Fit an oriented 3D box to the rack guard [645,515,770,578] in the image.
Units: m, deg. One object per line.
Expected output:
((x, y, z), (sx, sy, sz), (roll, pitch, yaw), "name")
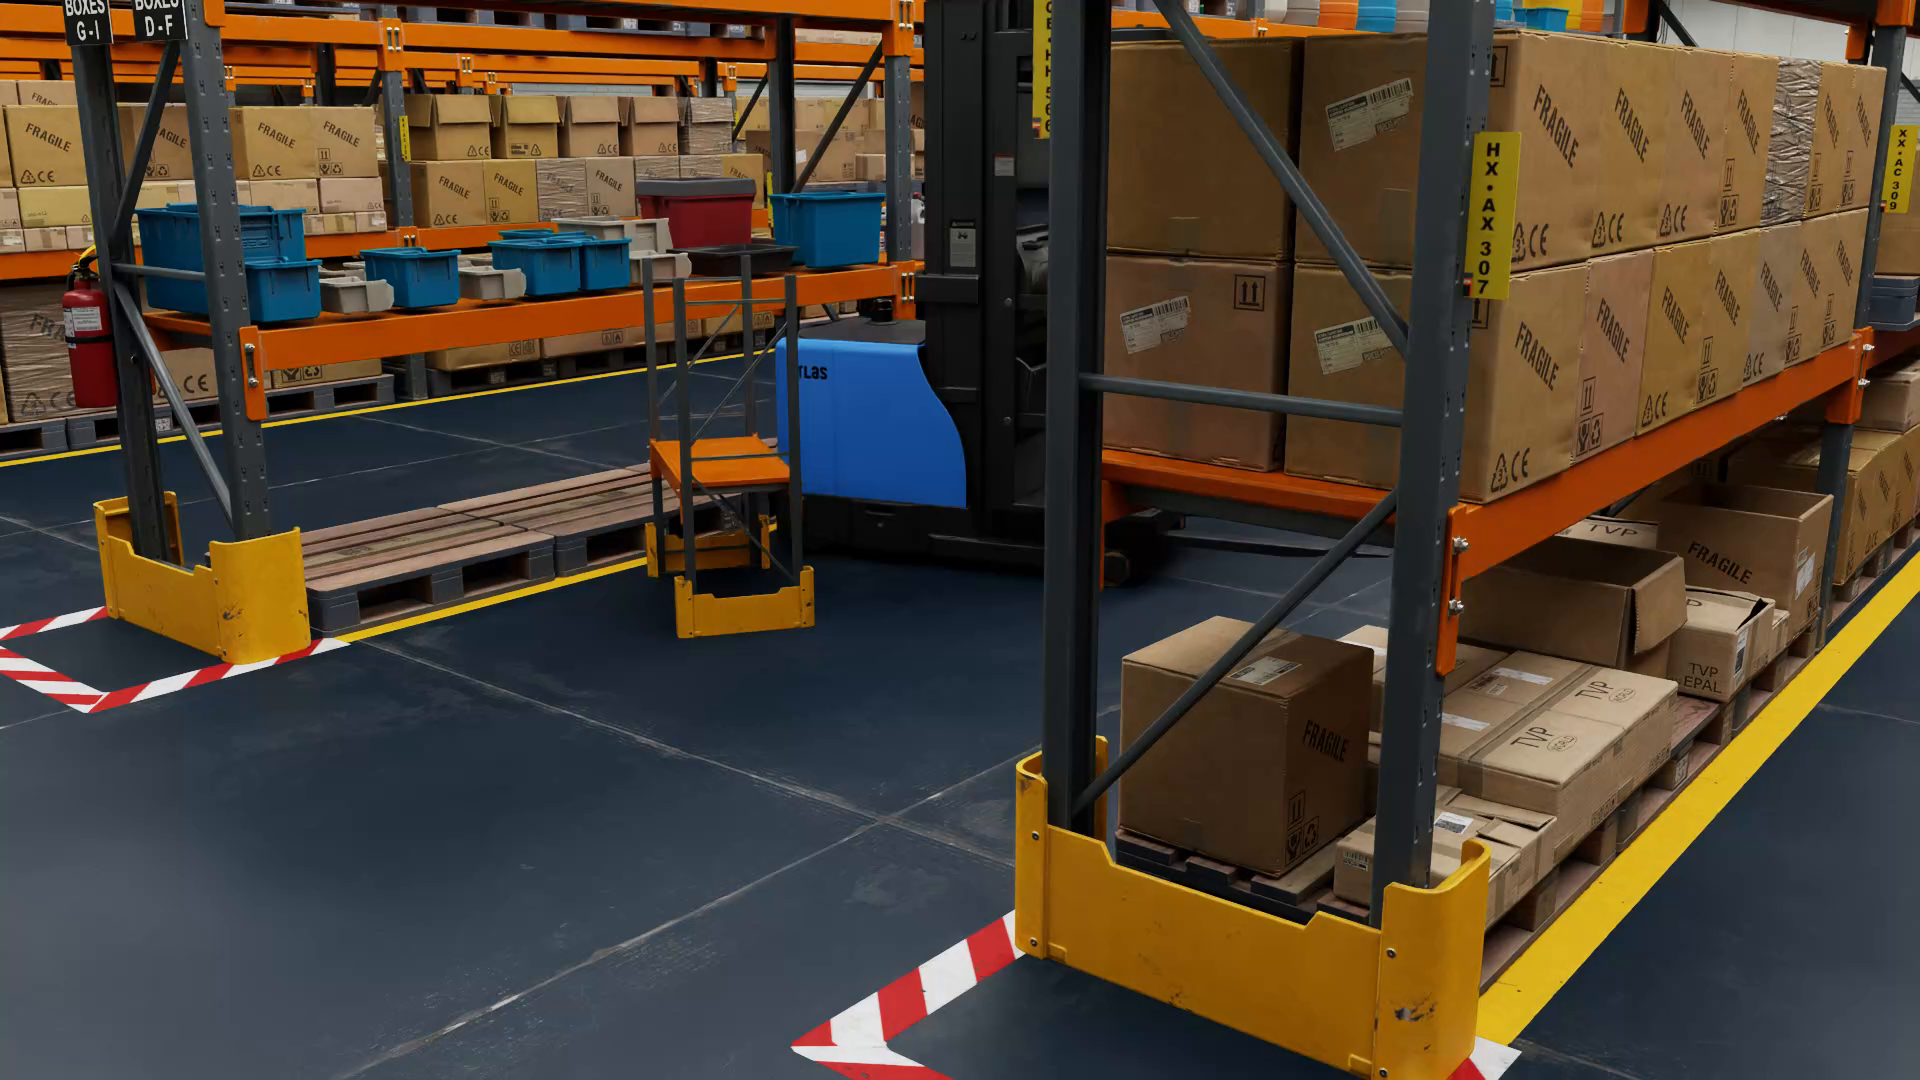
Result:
((-1.211, 0.029, 8.002), (0.587, 0.250, 0.087), (-4, 15, -17), "rack guard")

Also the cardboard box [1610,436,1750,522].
((3.234, -0.216, 7.565), (0.500, 0.500, 0.500), (11, 18, 37), "cardboard box")

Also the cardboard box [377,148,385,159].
((-6.280, -4.073, 17.618), (0.380, 0.149, 0.250), (11, 18, 38), "cardboard box")

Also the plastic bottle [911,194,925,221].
((-0.268, -2.023, 10.596), (0.144, 0.351, 0.185), (11, 18, 38), "plastic bottle")

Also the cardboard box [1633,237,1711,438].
((1.755, -0.598, 4.680), (0.500, 0.500, 0.500), (11, 18, 37), "cardboard box")

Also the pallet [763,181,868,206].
((-1.677, -3.435, 16.443), (1.213, 0.211, 1.003), (11, 18, 38), "pallet")

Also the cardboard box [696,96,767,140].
((-3.063, -5.590, 22.037), (0.875, 0.550, 0.550), (11, 18, 38), "cardboard box")

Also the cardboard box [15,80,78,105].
((-8.435, -3.942, 15.209), (0.500, 0.500, 0.500), (10, 18, 36), "cardboard box")

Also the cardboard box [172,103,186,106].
((-9.871, -5.303, 21.170), (0.500, 0.500, 0.500), (11, 18, 36), "cardboard box")

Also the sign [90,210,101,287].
((-3.655, -1.238, 7.073), (0.100, 0.325, 0.005), (11, 18, 38), "sign")

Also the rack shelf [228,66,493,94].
((-8.493, -6.397, 23.081), (1.077, 0.370, 4.000), (11, 18, 38), "rack shelf")

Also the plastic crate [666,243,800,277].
((-1.198, -1.483, 8.804), (0.437, 0.125, 0.590), (11, 18, 38), "plastic crate")

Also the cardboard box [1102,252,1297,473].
((0.703, -0.486, 4.241), (0.500, 0.500, 0.500), (12, 19, 39), "cardboard box")

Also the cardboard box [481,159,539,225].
((-3.757, -2.804, 13.364), (0.500, 0.500, 0.500), (11, 18, 38), "cardboard box")

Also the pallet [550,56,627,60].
((-4.772, -5.871, 19.932), (1.003, 0.211, 1.213), (12, 19, 40), "pallet")

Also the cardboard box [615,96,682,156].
((-2.926, -3.648, 14.651), (0.797, 0.503, 0.637), (12, 18, 39), "cardboard box")

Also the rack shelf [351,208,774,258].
((-3.299, -2.644, 14.399), (1.077, 0.370, 4.000), (11, 18, 38), "rack shelf")

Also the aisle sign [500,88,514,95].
((-8.315, -8.436, 30.457), (0.394, 0.787, 0.004), (11, 18, 38), "aisle sign")

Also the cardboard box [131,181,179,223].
((-5.594, -2.262, 11.135), (0.500, 0.250, 0.500), (11, 18, 36), "cardboard box")

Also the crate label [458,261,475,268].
((-2.496, -1.273, 7.954), (0.396, 0.136, 0.243), (11, 18, 38), "crate label")

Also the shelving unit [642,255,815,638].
((-1.062, -0.460, 7.388), (0.587, 1.500, 1.083), (-4, 15, -17), "shelving unit")

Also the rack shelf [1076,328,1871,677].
((1.890, -0.344, 5.346), (1.077, 0.370, 4.000), (11, 18, 38), "rack shelf")

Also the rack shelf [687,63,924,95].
((-2.065, -6.417, 23.158), (1.077, 0.370, 4.000), (11, 18, 38), "rack shelf")

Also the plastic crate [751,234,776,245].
((-1.107, -1.677, 9.546), (0.396, 0.136, 0.243), (11, 18, 38), "plastic crate")

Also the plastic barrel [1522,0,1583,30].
((6.221, -5.652, 17.450), (0.600, 0.588, 0.600), (0, 14, 0), "plastic barrel")

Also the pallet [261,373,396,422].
((-5.095, -1.124, 12.620), (1.003, 0.211, 1.213), (11, 18, 38), "pallet")

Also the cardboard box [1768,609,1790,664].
((2.821, 0.327, 6.140), (0.380, 0.149, 0.250), (11, 18, 38), "cardboard box")

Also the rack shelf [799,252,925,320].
((0.554, -1.877, 11.381), (1.077, 0.370, 4.000), (11, 18, 38), "rack shelf")

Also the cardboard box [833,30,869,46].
((-1.225, -4.905, 16.053), (0.500, 0.250, 0.500), (12, 18, 39), "cardboard box")

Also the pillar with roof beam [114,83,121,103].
((-10.146, -8.307, 23.046), (9.100, 9.000, 0.400), (11, 18, 38), "pillar with roof beam")

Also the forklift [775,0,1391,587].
((0.640, -1.348, 7.976), (3.031, 2.935, 1.130), (6, 15, 21), "forklift")

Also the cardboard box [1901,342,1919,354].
((5.224, -0.980, 9.049), (0.500, 0.250, 0.500), (12, 19, 40), "cardboard box")

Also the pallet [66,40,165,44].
((-7.879, -4.861, 15.954), (1.213, 0.211, 1.003), (11, 18, 38), "pallet")

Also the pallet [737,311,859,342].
((-1.549, -2.173, 16.749), (1.003, 0.211, 1.213), (11, 18, 38), "pallet")

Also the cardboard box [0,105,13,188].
((-6.244, -2.424, 10.251), (0.500, 0.500, 0.500), (11, 18, 36), "cardboard box")

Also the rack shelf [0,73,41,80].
((-14.870, -6.399, 23.087), (1.077, 0.370, 4.000), (11, 18, 38), "rack shelf")

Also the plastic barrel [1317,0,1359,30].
((2.907, -4.520, 13.358), (0.600, 0.830, 0.708), (11, 18, 38), "plastic barrel")

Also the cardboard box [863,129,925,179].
((-0.545, -4.049, 17.406), (0.797, 0.503, 0.637), (14, 20, 43), "cardboard box")

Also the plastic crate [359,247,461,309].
((-2.392, -1.147, 7.265), (0.416, 0.233, 0.300), (11, 18, 38), "plastic crate")

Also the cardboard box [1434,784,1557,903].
((1.321, 0.775, 4.339), (0.380, 0.166, 0.250), (11, 18, 38), "cardboard box")

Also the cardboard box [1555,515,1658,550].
((2.715, 0.061, 6.857), (0.500, 0.311, 0.500), (11, 18, 38), "cardboard box")

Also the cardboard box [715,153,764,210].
((-2.159, -3.291, 15.282), (0.500, 0.500, 0.500), (12, 19, 39), "cardboard box")

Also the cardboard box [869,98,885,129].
((-1.345, -6.106, 24.068), (0.875, 0.550, 0.550), (11, 18, 38), "cardboard box")

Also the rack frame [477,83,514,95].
((-8.585, -7.208, 30.906), (1.000, 3.000, 0.127), (11, 18, 38), "rack frame")

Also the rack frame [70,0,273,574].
((-3.217, -1.077, 6.770), (1.000, 3.000, 0.127), (11, 18, 38), "rack frame")

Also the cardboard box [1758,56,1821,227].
((2.394, -1.277, 5.323), (0.500, 0.500, 0.500), (11, 18, 38), "cardboard box")

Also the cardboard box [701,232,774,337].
((-2.492, -2.420, 15.520), (1.225, 0.875, 0.875), (10, 17, 35), "cardboard box")

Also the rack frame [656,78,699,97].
((-4.722, -6.441, 27.885), (1.000, 3.000, 0.127), (11, 18, 38), "rack frame")

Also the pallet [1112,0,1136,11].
((0.424, -3.588, 10.946), (1.003, 0.211, 1.213), (11, 18, 38), "pallet")

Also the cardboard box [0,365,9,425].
((-6.730, -1.152, 10.528), (0.875, 0.875, 0.875), (11, 18, 38), "cardboard box")

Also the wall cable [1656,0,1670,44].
((19.386, -16.403, 48.009), (2.305, 6.003, 0.169), (11, 18, 38), "wall cable")

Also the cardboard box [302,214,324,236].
((-4.816, -2.280, 12.016), (0.380, 0.149, 0.250), (11, 18, 37), "cardboard box")

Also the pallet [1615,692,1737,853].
((1.948, 0.642, 5.667), (1.003, 0.211, 1.213), (11, 18, 38), "pallet")
